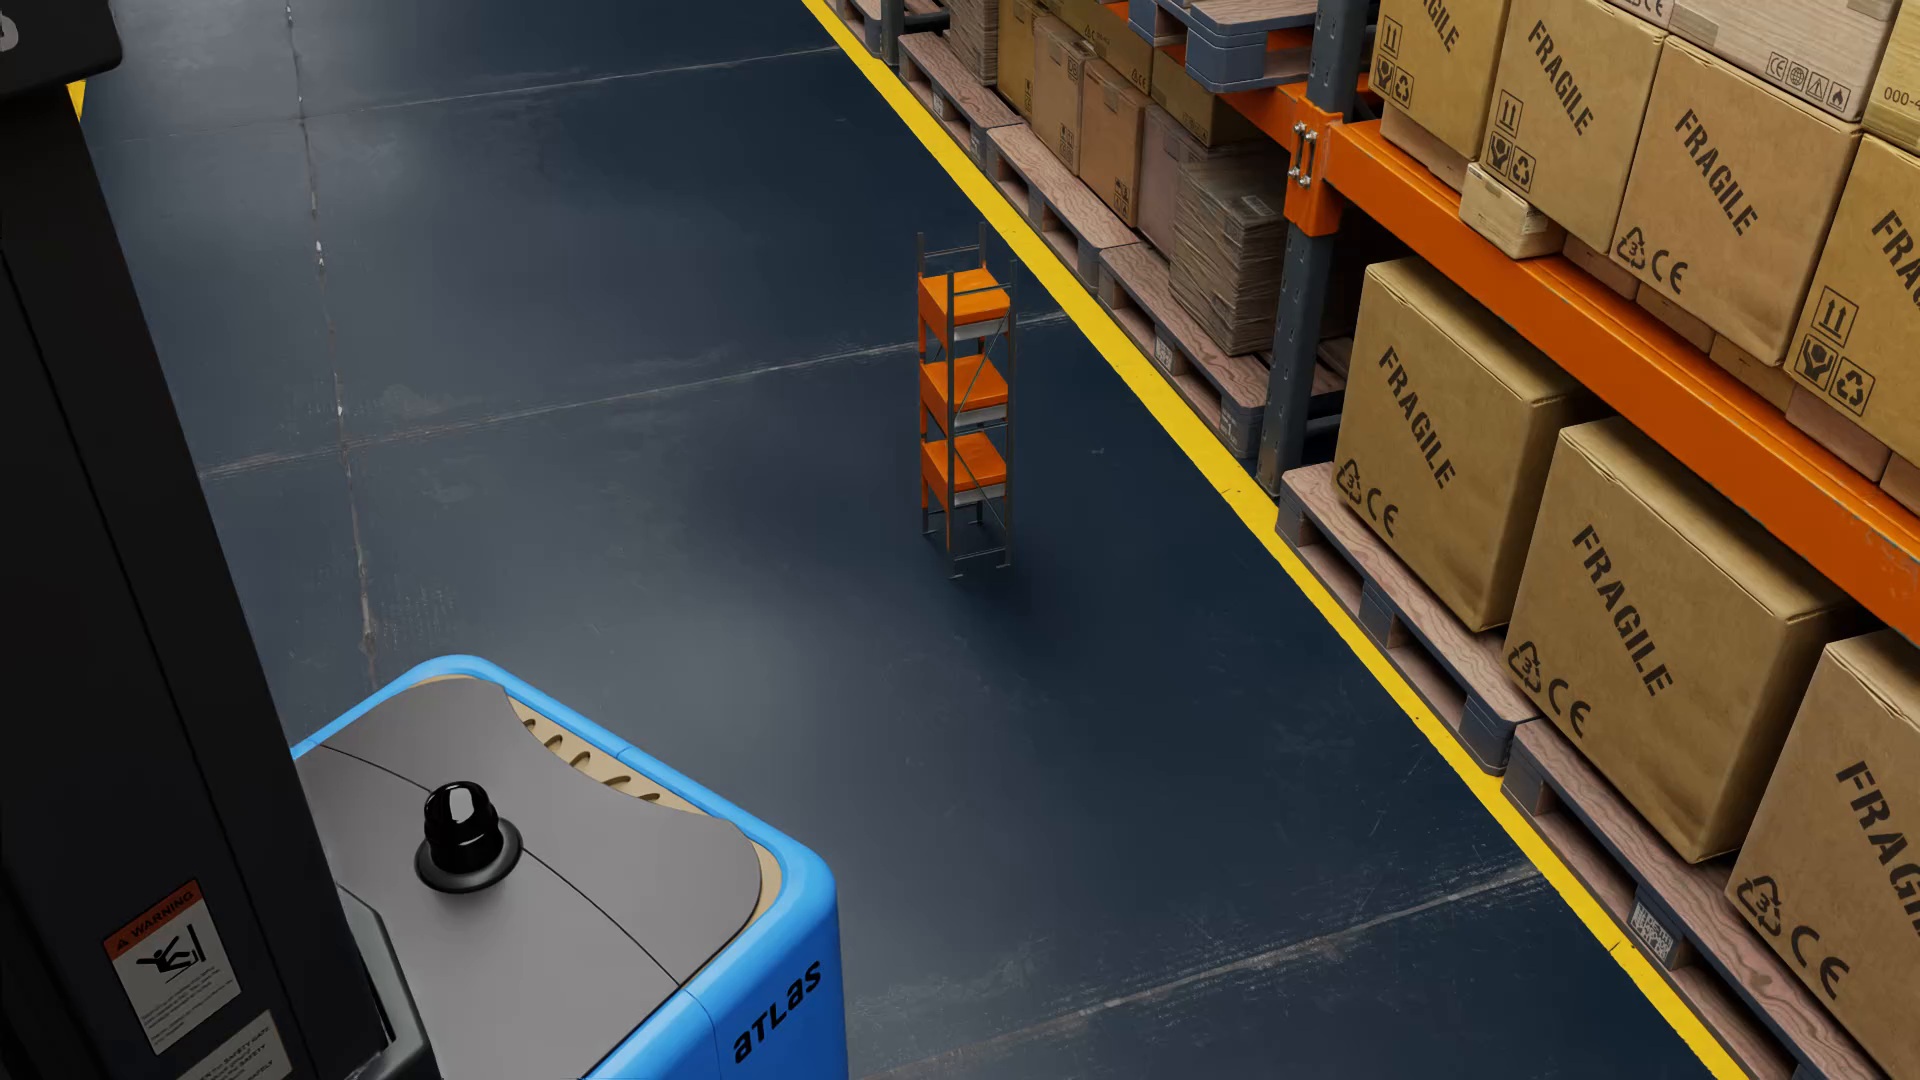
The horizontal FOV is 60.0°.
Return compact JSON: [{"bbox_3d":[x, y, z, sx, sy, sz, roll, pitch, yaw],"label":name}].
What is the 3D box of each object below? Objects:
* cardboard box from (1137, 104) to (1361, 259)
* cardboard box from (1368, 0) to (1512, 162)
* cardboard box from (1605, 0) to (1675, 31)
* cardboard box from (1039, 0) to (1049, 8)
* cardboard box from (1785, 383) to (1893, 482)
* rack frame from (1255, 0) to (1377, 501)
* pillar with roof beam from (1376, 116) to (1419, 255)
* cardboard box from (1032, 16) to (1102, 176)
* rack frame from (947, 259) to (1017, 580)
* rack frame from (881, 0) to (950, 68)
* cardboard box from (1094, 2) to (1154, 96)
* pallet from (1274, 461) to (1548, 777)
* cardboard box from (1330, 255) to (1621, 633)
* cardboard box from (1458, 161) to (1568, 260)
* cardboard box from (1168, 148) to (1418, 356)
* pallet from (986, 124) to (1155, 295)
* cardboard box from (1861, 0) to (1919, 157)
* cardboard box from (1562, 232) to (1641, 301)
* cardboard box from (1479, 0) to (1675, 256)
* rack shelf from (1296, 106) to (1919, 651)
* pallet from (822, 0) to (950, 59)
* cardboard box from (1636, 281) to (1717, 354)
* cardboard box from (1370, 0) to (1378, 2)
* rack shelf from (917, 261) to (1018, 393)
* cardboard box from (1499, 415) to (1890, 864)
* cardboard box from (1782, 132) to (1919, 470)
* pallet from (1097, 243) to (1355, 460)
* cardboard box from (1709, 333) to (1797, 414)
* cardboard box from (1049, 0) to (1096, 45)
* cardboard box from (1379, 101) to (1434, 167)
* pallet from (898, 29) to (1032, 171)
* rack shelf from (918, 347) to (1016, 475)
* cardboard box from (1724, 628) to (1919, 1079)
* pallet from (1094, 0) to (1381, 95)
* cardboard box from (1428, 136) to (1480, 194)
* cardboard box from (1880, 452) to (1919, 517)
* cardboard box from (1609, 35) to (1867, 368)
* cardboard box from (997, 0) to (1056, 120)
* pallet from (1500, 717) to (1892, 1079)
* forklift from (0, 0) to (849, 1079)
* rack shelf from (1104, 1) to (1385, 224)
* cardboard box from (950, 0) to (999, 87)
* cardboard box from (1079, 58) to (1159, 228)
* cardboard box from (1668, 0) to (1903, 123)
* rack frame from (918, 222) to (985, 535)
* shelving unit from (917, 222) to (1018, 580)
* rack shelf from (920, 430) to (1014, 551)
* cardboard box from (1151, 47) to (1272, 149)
[{"bbox_3d":[1.103,-1.354,6.266,0.700,0.500,0.500,-13,39,-16],"label":"cardboard box"},{"bbox_3d":[1.395,-1.305,4.142,0.500,0.500,0.500,-11,38,-15],"label":"cardboard box"},{"bbox_3d":[1.568,-1.319,3.537,0.500,0.250,0.500,-13,39,-17],"label":"cardboard box"},{"bbox_3d":[0.515,-2.542,7.220,0.500,0.250,0.500,-13,39,-17],"label":"cardboard box"},{"bbox_3d":[1.902,-0.275,3.314,0.380,0.149,0.250,-12,39,-16],"label":"cardboard box"},{"bbox_3d":[1.468,-1.466,4.703,1.000,3.000,0.127,-12,39,-16],"label":"rack frame"},{"bbox_3d":[-2.209,-3.884,2.927,9.100,9.000,0.400,-12,39,-16],"label":"pillar with roof beam"},{"bbox_3d":[0.723,-1.912,7.007,0.700,0.500,0.500,-12,39,-15],"label":"cardboard box"},{"bbox_3d":[0.060,-0.320,4.803,0.200,1.050,0.008,-12,39,-16],"label":"rack frame"},{"bbox_3d":[0.092,-3.725,7.703,1.000,3.000,0.127,-12,39,-16],"label":"rack frame"},{"bbox_3d":[0.852,-1.963,6.451,0.500,0.250,0.500,-13,39,-16],"label":"cardboard box"},{"bbox_3d":[1.669,0.109,4.930,1.003,0.211,1.213,-12,39,-16],"label":"pallet"},{"bbox_3d":[1.598,-0.332,4.635,0.750,0.750,0.750,-13,39,-17],"label":"cardboard box"},{"bbox_3d":[1.454,-0.828,4.048,0.380,0.149,0.250,-11,38,-15],"label":"cardboard box"},{"bbox_3d":[1.171,-1.039,5.848,0.700,0.500,0.500,-12,39,-15],"label":"cardboard box"},{"bbox_3d":[0.784,-1.482,7.042,1.003,0.211,1.213,-12,39,-16],"label":"pallet"},{"bbox_3d":[1.925,-0.750,2.782,0.500,0.250,0.500,-13,39,-17],"label":"cardboard box"},{"bbox_3d":[1.657,-0.711,3.893,0.380,0.149,0.250,-13,39,-16],"label":"cardboard box"},{"bbox_3d":[1.566,-1.007,3.747,0.500,0.500,0.500,-11,38,-14],"label":"cardboard box"},{"bbox_3d":[2.156,-0.048,3.419,1.077,0.370,4.000,-12,39,-16],"label":"rack shelf"},{"bbox_3d":[-0.173,-2.984,9.035,1.003,0.211,1.213,-12,39,-16],"label":"pallet"},{"bbox_3d":[1.754,-0.566,3.701,0.380,0.149,0.250,-12,39,-15],"label":"cardboard box"},{"bbox_3d":[1.297,-1.945,4.890,0.700,0.500,0.500,-17,40,-21],"label":"cardboard box"},{"bbox_3d":[0.018,-0.607,4.730,0.215,0.259,0.240,-12,39,-16],"label":"rack shelf"},{"bbox_3d":[1.893,0.164,3.977,0.750,0.750,0.750,-13,39,-16],"label":"cardboard box"},{"bbox_3d":[1.923,-0.434,2.986,0.500,0.500,0.500,-11,38,-15],"label":"cardboard box"},{"bbox_3d":[1.201,-0.794,6.128,1.003,0.211,1.213,-12,39,-16],"label":"pallet"},{"bbox_3d":[1.833,-0.418,3.504,0.380,0.149,0.250,-12,39,-15],"label":"cardboard box"},{"bbox_3d":[0.698,-2.248,6.831,0.500,0.250,0.500,-14,39,-17],"label":"cardboard box"},{"bbox_3d":[1.364,-1.139,4.462,0.380,0.149,0.250,-13,39,-17],"label":"cardboard box"},{"bbox_3d":[0.361,-2.172,7.958,1.003,0.211,1.213,-12,39,-16],"label":"pallet"},{"bbox_3d":[0.018,-0.381,4.900,0.215,0.259,0.240,-12,39,-16],"label":"rack shelf"},{"bbox_3d":[2.190,0.643,3.341,0.750,0.750,0.750,-11,38,-15],"label":"cardboard box"},{"bbox_3d":[1.123,-1.770,5.266,1.213,0.211,1.003,-12,39,-16],"label":"pallet"},{"bbox_3d":[1.442,-0.995,4.270,0.380,0.149,0.250,-12,39,-15],"label":"cardboard box"},{"bbox_3d":[1.986,-0.125,3.115,0.380,0.149,0.250,-11,38,-15],"label":"cardboard box"},{"bbox_3d":[1.736,-0.727,3.375,0.500,0.500,0.500,-13,39,-16],"label":"cardboard box"},{"bbox_3d":[0.585,-2.209,7.401,0.700,0.500,0.500,-13,39,-17],"label":"cardboard box"},{"bbox_3d":[2.085,0.797,4.016,1.003,0.211,1.213,-12,39,-16],"label":"pallet"},{"bbox_3d":[-1.469,0.768,1.795,1.130,2.935,3.031,24,43,28],"label":"forklift"},{"bbox_3d":[0.780,-2.308,6.419,1.077,0.370,4.000,-12,39,-16],"label":"rack shelf"},{"bbox_3d":[0.360,-2.490,7.775,0.700,0.500,0.500,-11,38,-14],"label":"cardboard box"},{"bbox_3d":[0.906,-1.629,6.631,0.700,0.500,0.500,-13,39,-16],"label":"cardboard box"},{"bbox_3d":[1.744,-1.037,3.163,0.500,0.250,0.500,-12,39,-16],"label":"cardboard box"},{"bbox_3d":[-0.024,-0.458,4.986,0.200,1.050,0.008,-12,39,-16],"label":"rack frame"},{"bbox_3d":[0.018,-0.389,4.894,0.215,1.050,0.252,-12,39,-16],"label":"shelving unit"},{"bbox_3d":[0.018,-0.159,5.068,0.215,0.259,0.240,-12,39,-16],"label":"rack shelf"},{"bbox_3d":[1.034,-1.673,6.067,0.500,0.250,0.500,-12,39,-15],"label":"cardboard box"}]
